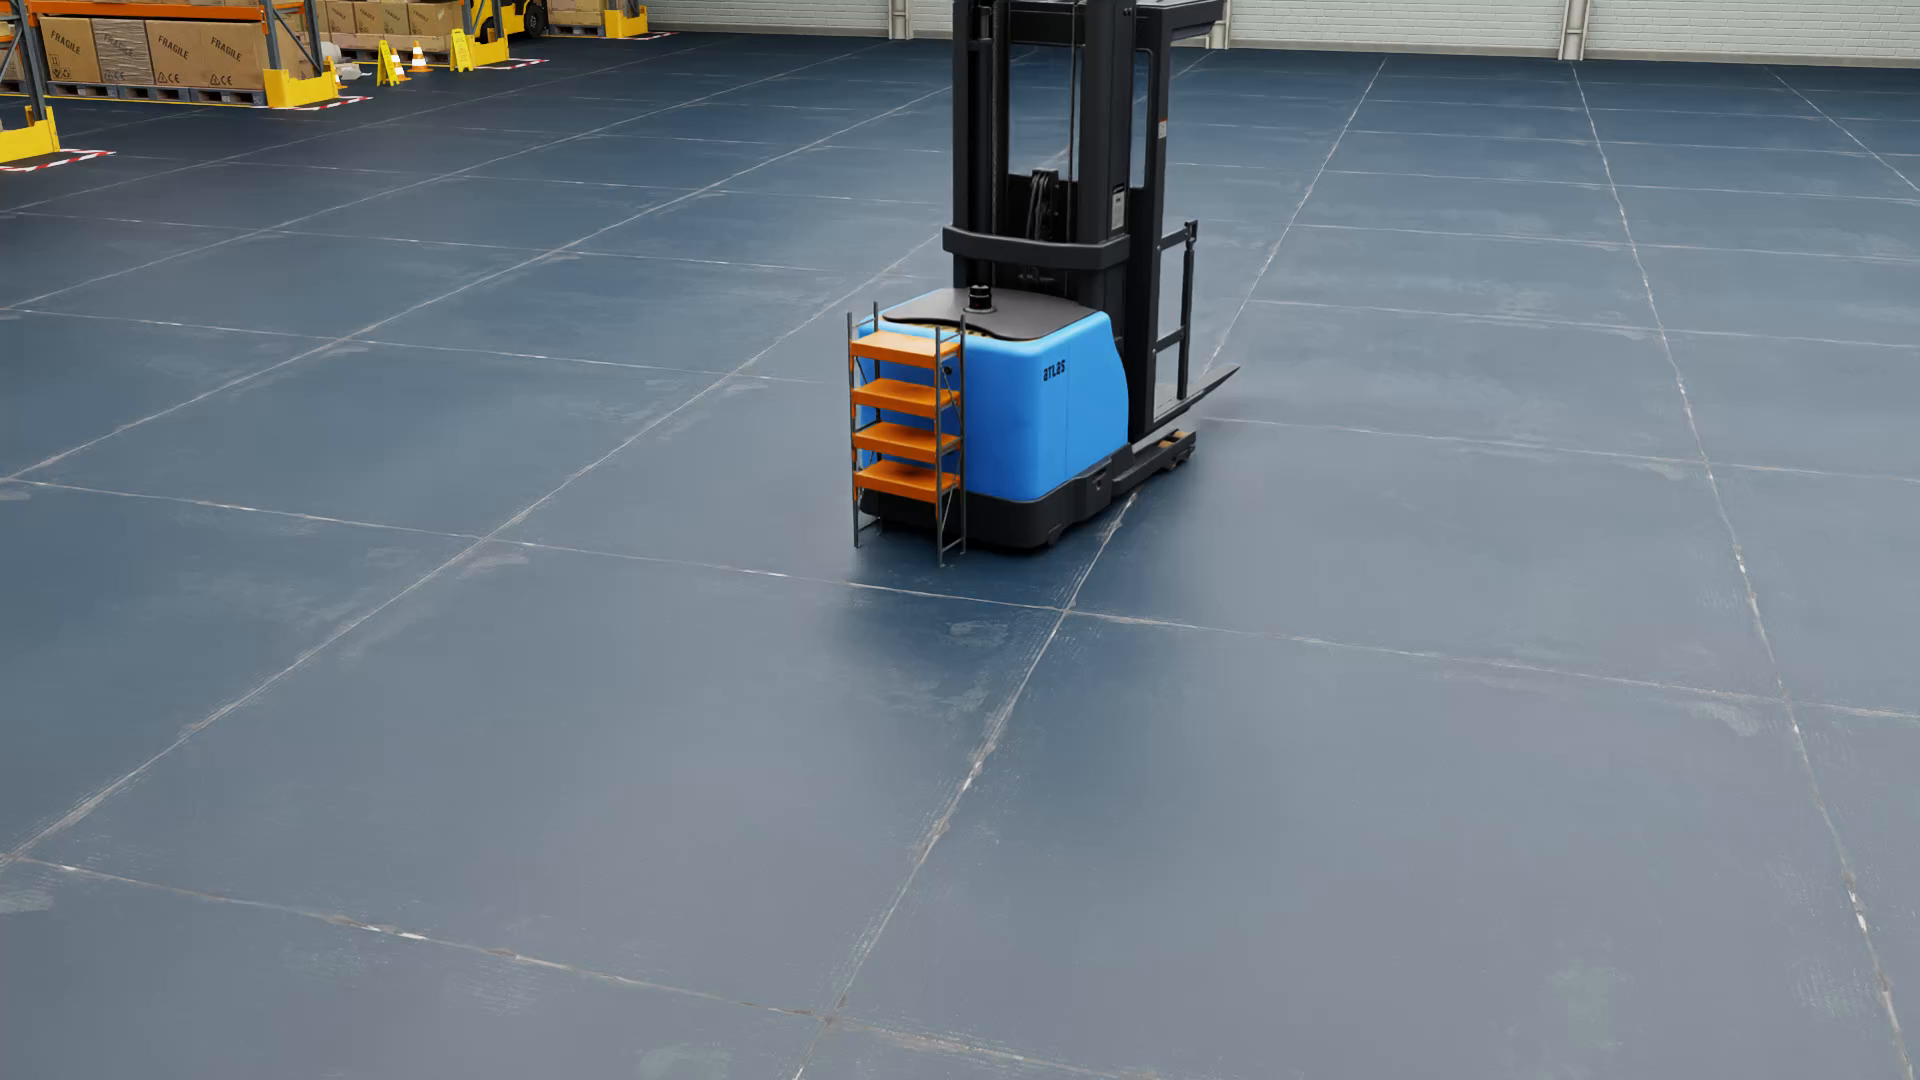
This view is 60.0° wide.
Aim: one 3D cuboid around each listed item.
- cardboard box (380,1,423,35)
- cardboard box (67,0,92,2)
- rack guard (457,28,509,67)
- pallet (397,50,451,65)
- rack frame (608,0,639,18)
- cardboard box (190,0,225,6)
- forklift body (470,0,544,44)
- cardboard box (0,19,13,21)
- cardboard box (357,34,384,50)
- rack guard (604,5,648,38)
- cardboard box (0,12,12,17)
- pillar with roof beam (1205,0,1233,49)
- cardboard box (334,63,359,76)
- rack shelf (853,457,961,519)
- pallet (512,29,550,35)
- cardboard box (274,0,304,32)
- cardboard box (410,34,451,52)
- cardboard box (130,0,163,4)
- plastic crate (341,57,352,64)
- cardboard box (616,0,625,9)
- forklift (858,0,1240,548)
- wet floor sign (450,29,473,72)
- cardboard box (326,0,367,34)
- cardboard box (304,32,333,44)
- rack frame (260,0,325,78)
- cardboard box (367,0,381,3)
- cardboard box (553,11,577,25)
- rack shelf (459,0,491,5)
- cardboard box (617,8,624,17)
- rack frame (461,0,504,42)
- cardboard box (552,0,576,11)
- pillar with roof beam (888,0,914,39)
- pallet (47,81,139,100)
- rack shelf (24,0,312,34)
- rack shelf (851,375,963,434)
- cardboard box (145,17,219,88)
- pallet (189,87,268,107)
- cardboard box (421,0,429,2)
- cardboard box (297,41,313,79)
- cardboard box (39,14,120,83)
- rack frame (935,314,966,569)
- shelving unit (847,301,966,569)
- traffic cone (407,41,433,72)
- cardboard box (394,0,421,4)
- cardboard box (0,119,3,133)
[{"bbox_3d":[-9.222,-8.656,27.564,0.500,0.500,0.500,7,23,17],"label":"cardboard box"},{"bbox_3d":[-12.152,-7.948,23.559,0.550,0.550,0.875,7,23,16],"label":"cardboard box"},{"bbox_3d":[-7.951,-8.189,27.639,0.348,0.500,1.175,7,23,16],"label":"rack guard"},{"bbox_3d":[-8.719,-8.158,27.942,1.213,0.211,1.003,7,23,16],"label":"pallet"},{"bbox_3d":[-6.449,-11.141,31.542,0.127,3.000,1.000,7,23,16],"label":"rack frame"},{"bbox_3d":[-10.113,-7.674,22.891,0.550,0.550,0.875,7,23,16],"label":"cardboard box"},{"bbox_3d":[-8.791,-10.294,30.594,1.214,2.155,2.313,7,23,16],"label":"forklift body"},{"bbox_3d":[-14.584,-7.262,24.497,0.750,0.750,1.050,7,23,15],"label":"cardboard box"},{"bbox_3d":[-9.727,-8.366,27.845,0.500,0.250,0.500,6,23,14],"label":"cardboard box"},{"bbox_3d":[-6.426,-9.982,32.010,0.348,0.500,1.175,7,23,16],"label":"rack guard"},{"bbox_3d":[-17.028,-9.631,30.106,0.875,0.875,0.875,7,23,16],"label":"cardboard box"},{"bbox_3d":[3.390,-11.441,24.368,0.400,9.000,9.100,7,23,16],"label":"pillar with roof beam"},{"bbox_3d":[-9.716,-7.428,26.246,0.380,0.149,0.250,-20,29,-39],"label":"cardboard box"},{"bbox_3d":[-0.249,-0.257,8.076,0.480,0.148,0.258,13,26,29],"label":"rack shelf"},{"bbox_3d":[-8.357,-10.054,32.566,1.213,0.211,1.003,7,23,15],"label":"pallet"},{"bbox_3d":[-11.221,-8.882,28.116,0.500,0.500,0.500,8,24,18],"label":"cardboard box"},{"bbox_3d":[-8.753,-8.253,27.571,0.500,0.250,0.500,6,23,15],"label":"cardboard box"},{"bbox_3d":[-11.132,-7.824,23.257,0.500,0.550,0.875,7,23,16],"label":"cardboard box"},{"bbox_3d":[-10.442,-7.955,27.622,0.583,0.080,0.402,-1,22,-3],"label":"plastic crate"},{"bbox_3d":[-6.839,-10.422,32.199,0.500,0.250,0.500,7,23,16],"label":"cardboard box"},{"bbox_3d":[0.683,-1.826,8.923,1.130,2.935,3.031,13,26,29],"label":"forklift"},{"bbox_3d":[-8.006,-7.839,26.593,0.232,0.644,0.267,16,27,34],"label":"wet floor sign"},{"bbox_3d":[-10.210,-8.771,27.844,0.500,0.500,0.500,8,24,18],"label":"cardboard box"},{"bbox_3d":[-10.707,-8.481,28.126,0.500,0.250,0.500,8,24,19],"label":"cardboard box"},{"bbox_3d":[-9.212,-7.528,22.733,0.127,3.000,1.000,7,23,16],"label":"rack frame"},{"bbox_3d":[-9.583,-8.974,27.485,0.250,0.149,0.380,8,23,18],"label":"cardboard box"},{"bbox_3d":[-7.463,-10.058,31.971,0.500,0.250,0.500,7,23,15],"label":"cardboard box"},{"bbox_3d":[-9.793,-9.224,27.815,4.000,0.370,1.077,7,23,16],"label":"rack shelf"},{"bbox_3d":[-6.862,-10.188,32.289,0.500,0.250,0.500,7,23,16],"label":"cardboard box"},{"bbox_3d":[-7.879,-9.338,27.144,0.127,3.000,1.000,7,23,16],"label":"rack frame"},{"bbox_3d":[-7.482,-10.294,31.886,0.500,0.250,0.500,6,23,15],"label":"cardboard box"},{"bbox_3d":[-2.354,-12.099,25.971,0.400,9.000,9.100,7,23,16],"label":"pillar with roof beam"},{"bbox_3d":[-12.336,-6.565,24.059,1.213,0.211,1.003,7,23,15],"label":"pallet"},{"bbox_3d":[-11.127,-7.414,23.404,4.000,0.370,1.077,7,23,16],"label":"rack shelf"},{"bbox_3d":[-0.250,-0.646,7.913,0.480,0.148,0.258,13,26,29],"label":"rack shelf"},{"bbox_3d":[-10.723,-6.885,23.413,0.875,0.875,0.875,6,23,15],"label":"cardboard box"},{"bbox_3d":[-10.000,-6.297,23.407,1.213,0.211,1.003,7,23,15],"label":"pallet"},{"bbox_3d":[-9.096,-8.854,28.047,0.500,0.500,0.500,6,23,14],"label":"cardboard box"},{"bbox_3d":[-10.292,-7.455,25.845,0.637,0.503,0.797,-9,24,-21],"label":"cardboard box"},{"bbox_3d":[-12.459,-7.083,23.895,0.875,0.875,0.875,7,23,16],"label":"cardboard box"},{"bbox_3d":[-0.042,-0.454,7.856,0.015,1.200,0.240,13,26,29],"label":"rack frame"},{"bbox_3d":[-0.250,-0.502,7.973,0.503,1.200,0.258,13,26,29],"label":"shelving unit"},{"bbox_3d":[-8.663,-7.742,26.598,0.334,0.463,0.336,7,23,16],"label":"traffic cone"},{"bbox_3d":[-9.092,-8.916,27.343,0.250,0.149,0.380,7,23,17],"label":"cardboard box"},{"bbox_3d":[-11.334,-4.849,18.943,0.500,0.500,0.500,11,25,25],"label":"cardboard box"}]
